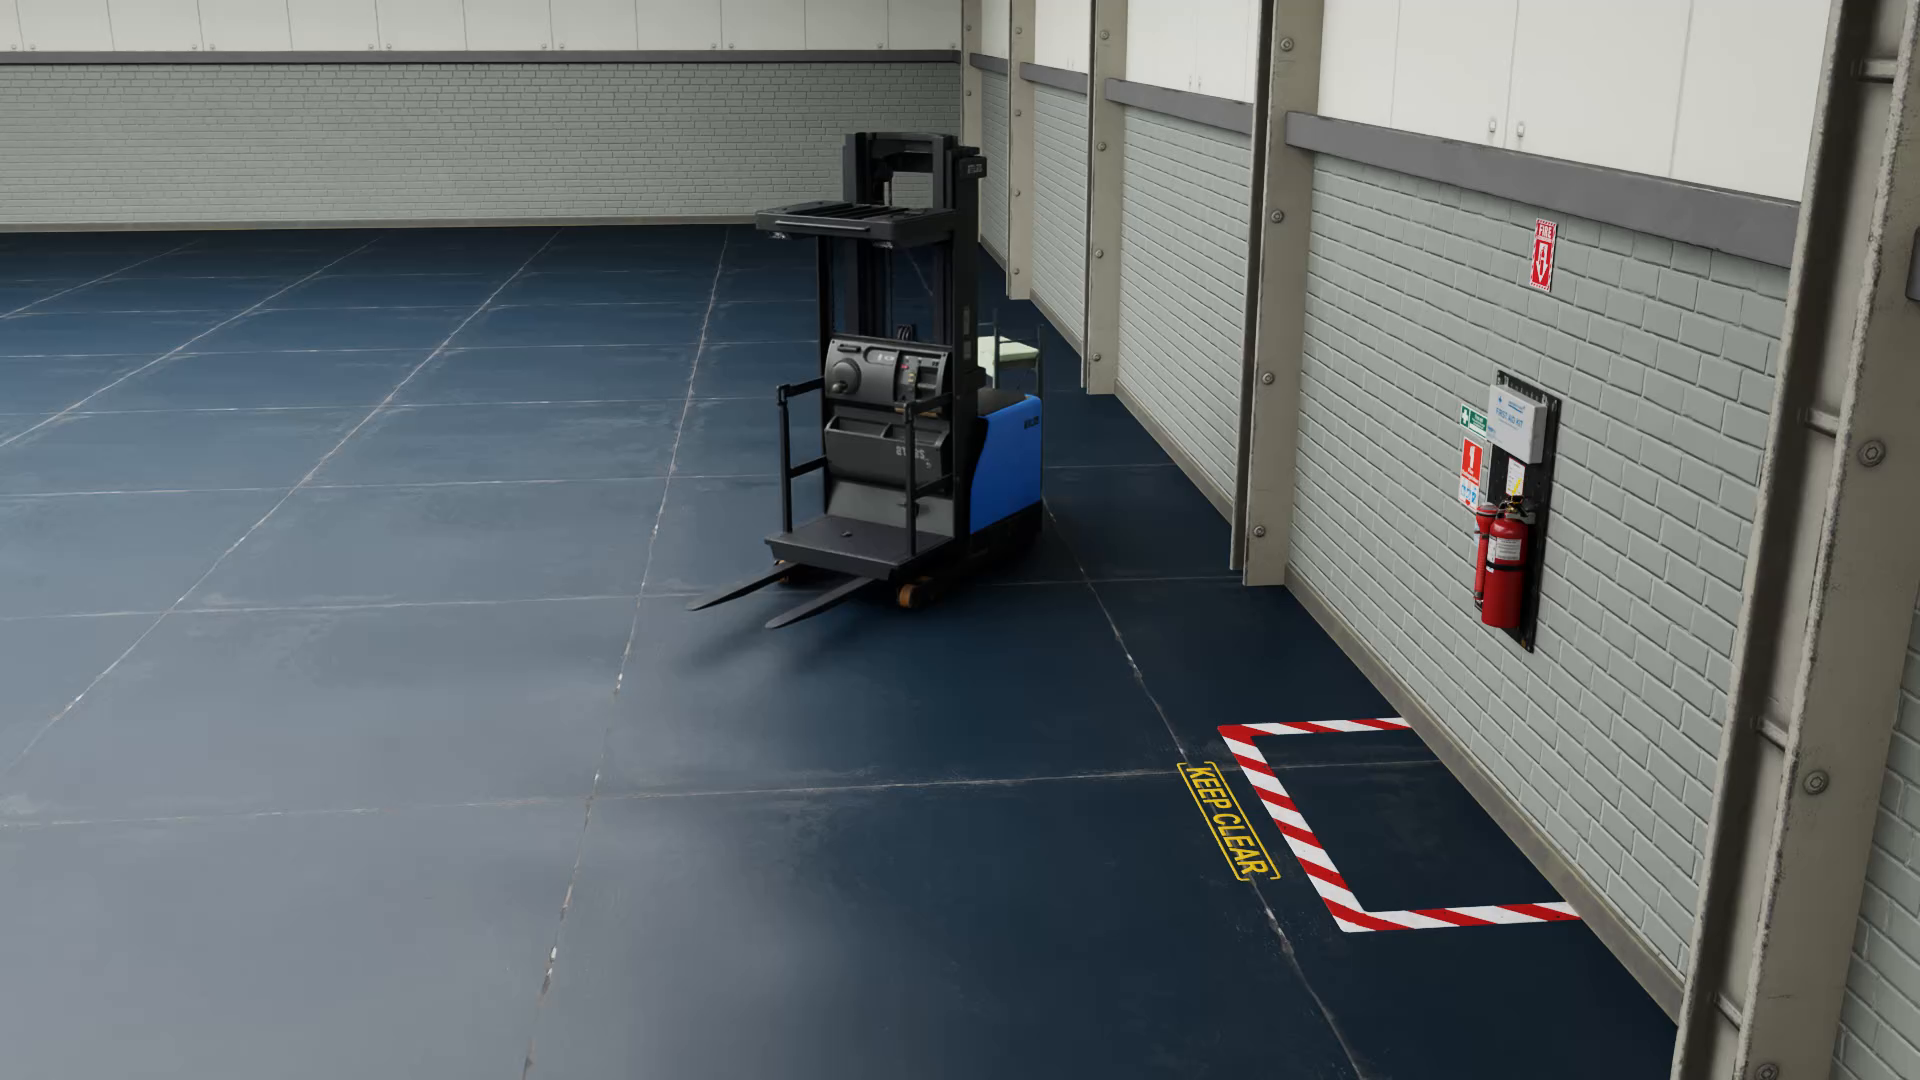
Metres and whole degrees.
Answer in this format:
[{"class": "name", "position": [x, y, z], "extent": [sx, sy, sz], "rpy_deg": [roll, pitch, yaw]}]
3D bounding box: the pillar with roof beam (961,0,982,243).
[{"class": "pillar with roof beam", "position": [-4.089, -9.279, 26.708], "extent": [9.100, 9.000, 0.400], "rpy_deg": [-2, 18, -6]}]

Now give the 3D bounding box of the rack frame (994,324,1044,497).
[{"class": "rack frame", "position": [0.433, -0.842, 12.355], "extent": [0.400, 1.500, 0.023], "rpy_deg": [-8, 19, -25]}]

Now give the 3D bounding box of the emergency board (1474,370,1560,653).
[{"class": "emergency board", "position": [2.451, -0.136, 7.603], "extent": [0.194, 1.169, 0.643], "rpy_deg": [-2, 18, -6]}]

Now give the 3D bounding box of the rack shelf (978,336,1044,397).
[{"class": "rack shelf", "position": [0.271, -1.313, 12.551], "extent": [0.431, 0.370, 0.720], "rpy_deg": [-8, 19, -25]}]

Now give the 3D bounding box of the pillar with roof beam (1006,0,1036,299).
[{"class": "pillar with roof beam", "position": [-3.471, -7.491, 21.014], "extent": [9.100, 9.000, 0.400], "rpy_deg": [-2, 18, -6]}]

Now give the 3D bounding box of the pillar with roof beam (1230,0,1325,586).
[{"class": "pillar with roof beam", "position": [-2.233, -3.916, 9.626], "extent": [9.100, 9.000, 0.400], "rpy_deg": [-2, 18, -6]}]

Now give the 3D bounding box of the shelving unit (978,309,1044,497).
[{"class": "shelving unit", "position": [0.271, -0.940, 12.668], "extent": [0.431, 1.500, 0.755], "rpy_deg": [-8, 19, -25]}]

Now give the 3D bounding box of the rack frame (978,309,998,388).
[{"class": "rack frame", "position": [0.109, -1.039, 12.981], "extent": [0.400, 1.500, 0.023], "rpy_deg": [-8, 19, -25]}]

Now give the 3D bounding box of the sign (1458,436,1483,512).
[{"class": "sign", "position": [2.497, -0.321, 8.133], "extent": [0.001, 0.329, 0.234], "rpy_deg": [-2, 18, -6]}]

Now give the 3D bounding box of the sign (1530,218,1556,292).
[{"class": "sign", "position": [2.549, -1.248, 7.274], "extent": [0.001, 0.298, 0.199], "rpy_deg": [-2, 18, -6]}]

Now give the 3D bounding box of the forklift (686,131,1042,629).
[{"class": "forklift", "position": [-0.598, -1.105, 10.804], "extent": [1.130, 2.935, 3.031], "rpy_deg": [10, 20, 30]}]

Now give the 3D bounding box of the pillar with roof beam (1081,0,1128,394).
[{"class": "pillar with roof beam", "position": [-2.852, -5.703, 15.320], "extent": [9.100, 9.000, 0.400], "rpy_deg": [-2, 18, -6]}]

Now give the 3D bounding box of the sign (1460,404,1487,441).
[{"class": "sign", "position": [2.488, -0.572, 8.048], "extent": [0.001, 0.109, 0.331], "rpy_deg": [-2, 18, -6]}]
